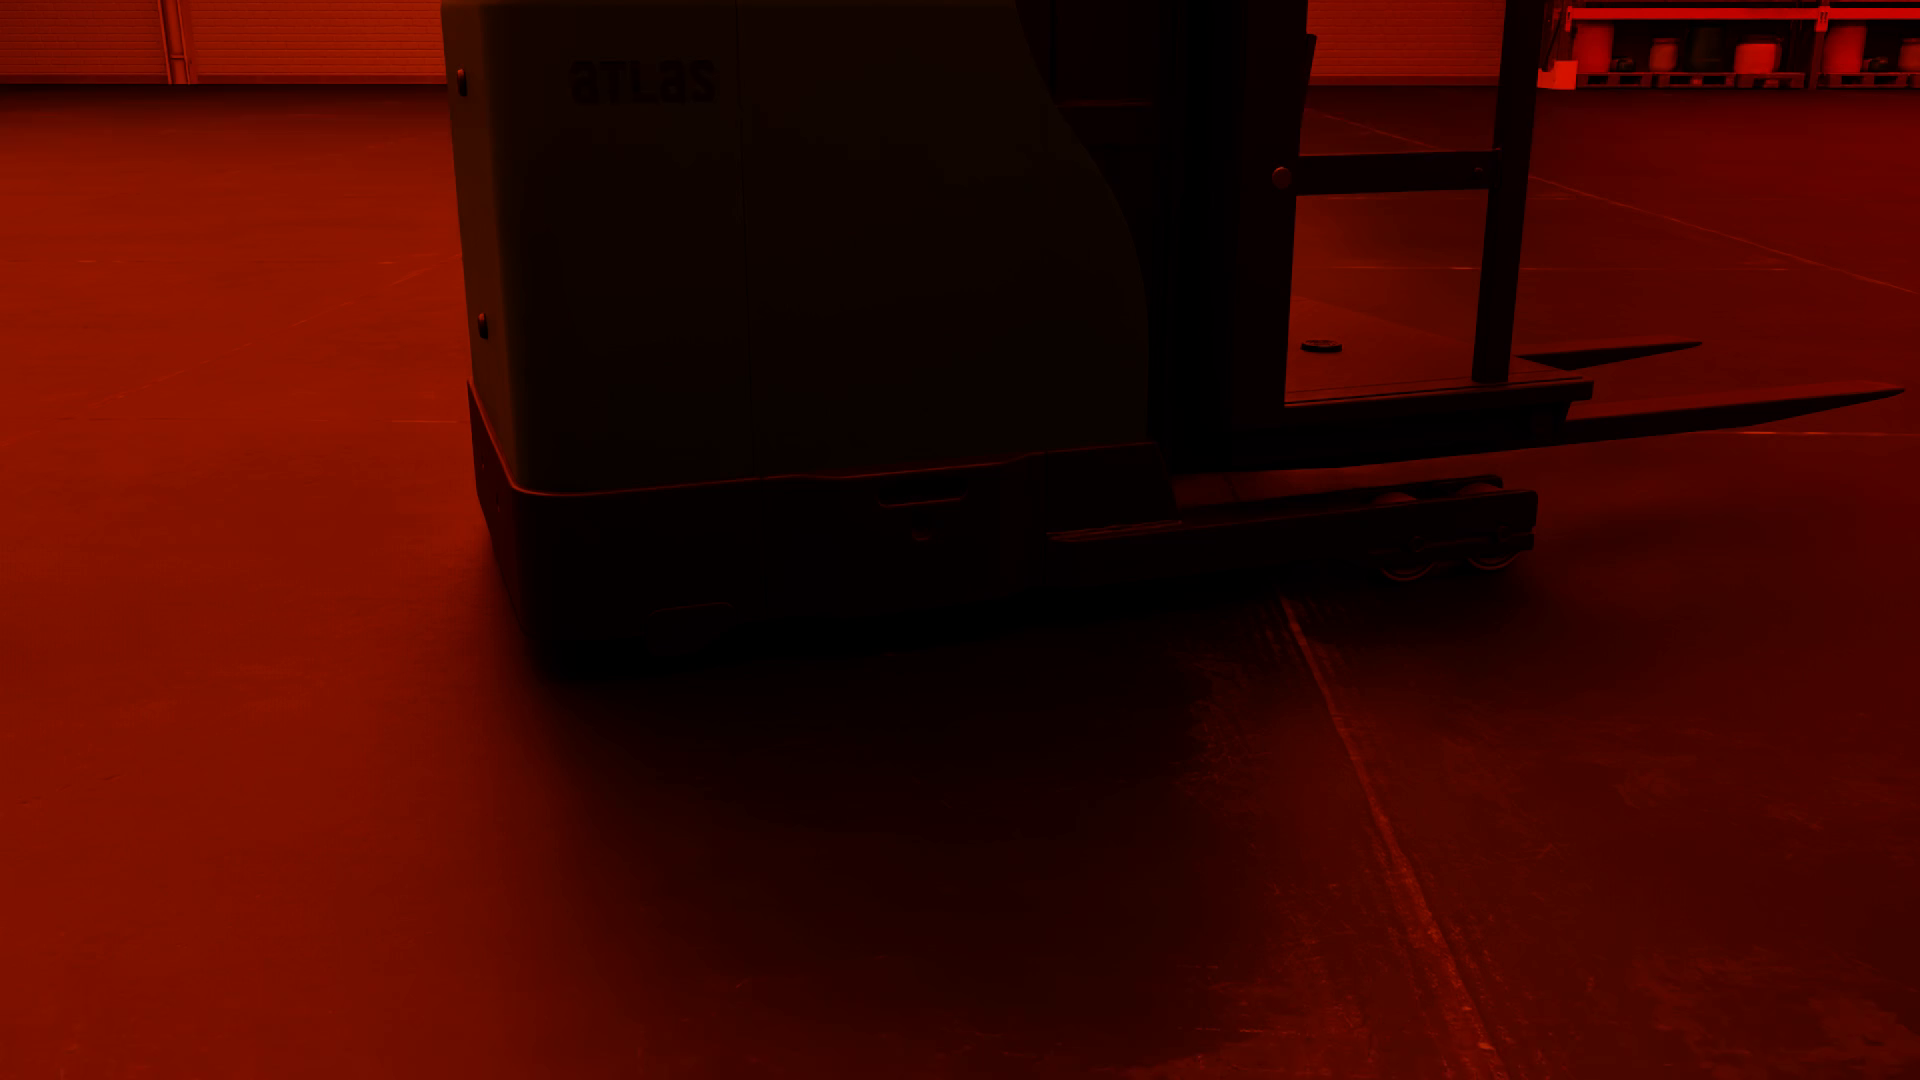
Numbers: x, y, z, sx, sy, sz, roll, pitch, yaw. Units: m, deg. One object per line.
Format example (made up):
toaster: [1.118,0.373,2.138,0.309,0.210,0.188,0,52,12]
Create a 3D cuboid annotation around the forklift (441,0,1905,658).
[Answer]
forklift: [0.571,-1.462,3.137,3.031,2.935,1.130,-6,18,-19]
